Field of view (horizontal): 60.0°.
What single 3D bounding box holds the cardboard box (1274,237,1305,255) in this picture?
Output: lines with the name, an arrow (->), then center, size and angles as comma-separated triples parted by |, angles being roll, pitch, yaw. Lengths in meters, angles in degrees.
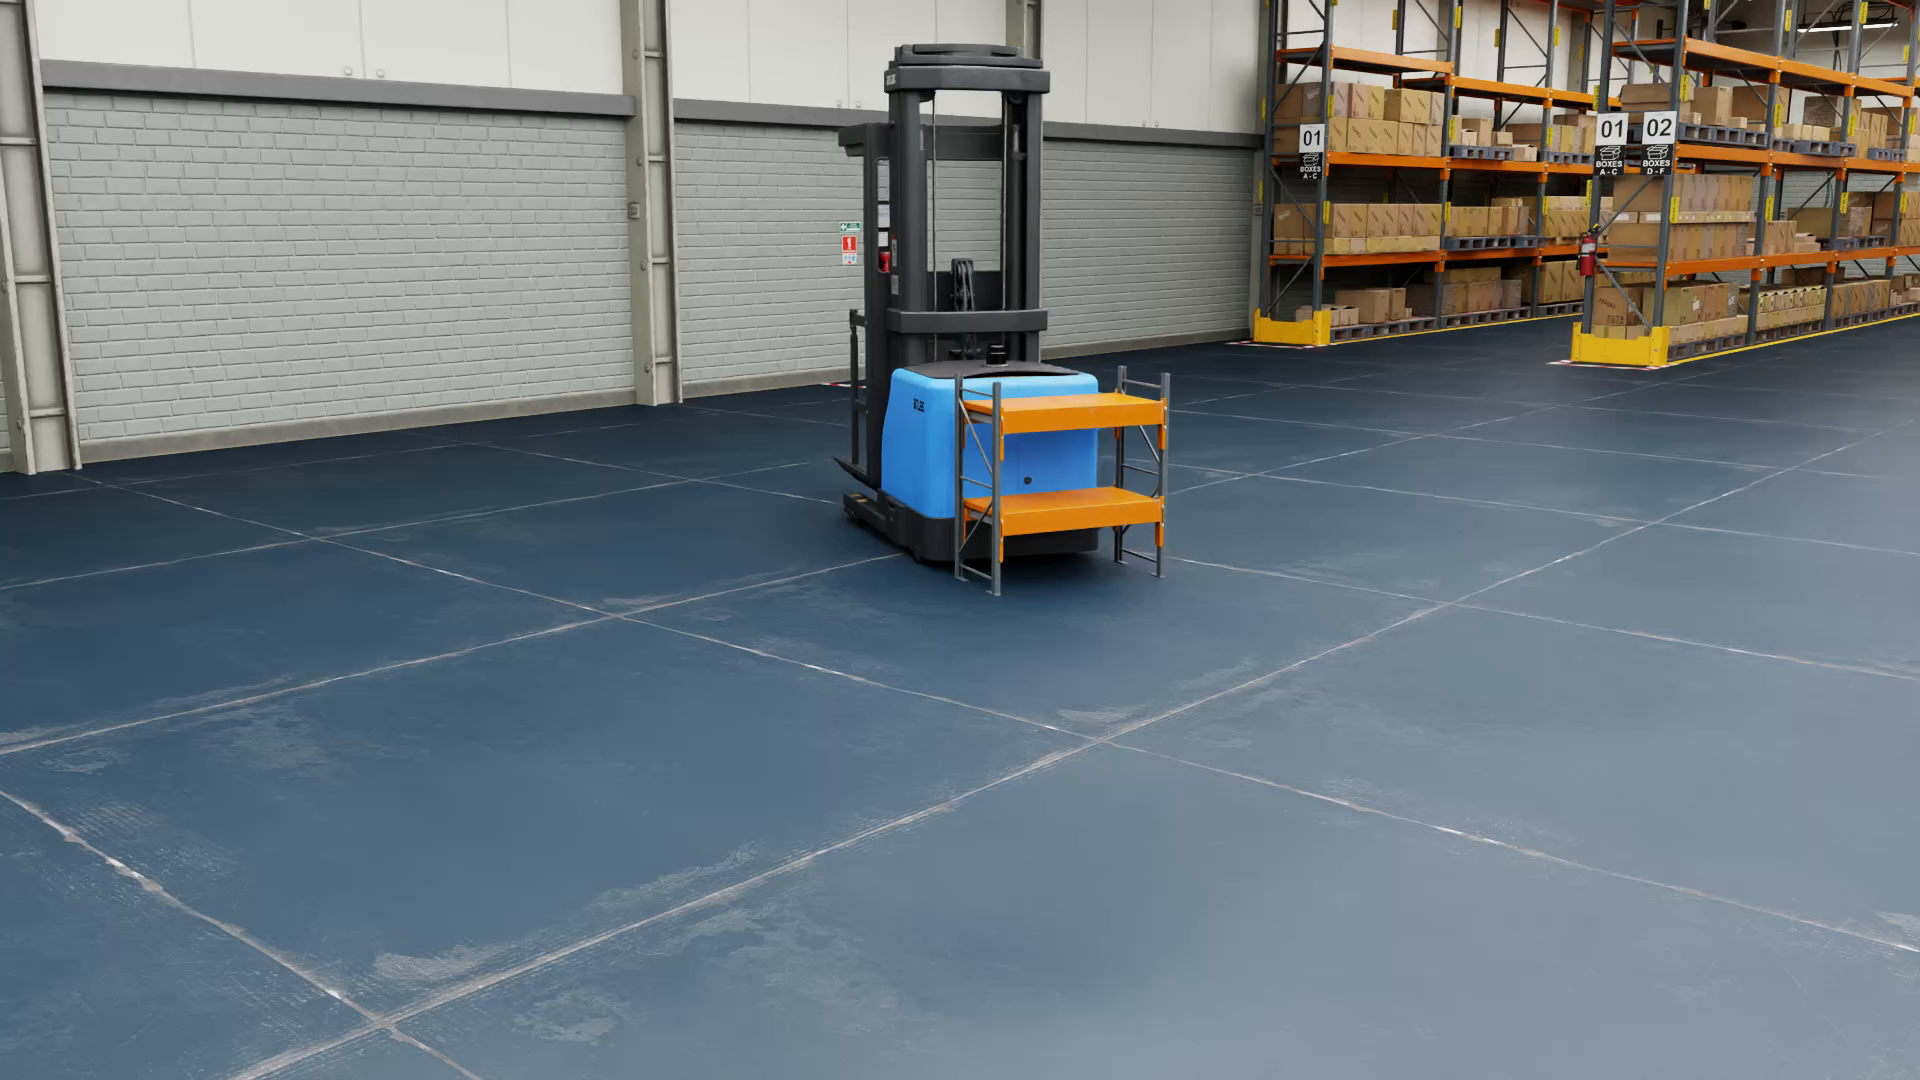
cardboard box -> 5.127, -4.483, 25.328 | 0.500, 0.250, 0.500 | 10, 15, 41

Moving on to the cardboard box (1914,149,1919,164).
cardboard box -> 17.449, -7.088, 30.765 | 0.500, 0.250, 0.500 | 10, 15, 40

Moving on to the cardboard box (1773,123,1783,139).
cardboard box -> 12.103, -6.175, 25.122 | 0.500, 0.250, 0.500 | 8, 14, 35

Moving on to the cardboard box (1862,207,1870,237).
cardboard box -> 15.489, -5.565, 29.088 | 0.700, 0.500, 0.500 | 6, 13, 26

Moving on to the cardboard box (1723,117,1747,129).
cardboard box -> 10.737, -5.811, 23.198 | 0.380, 0.149, 0.250 | 10, 15, 40

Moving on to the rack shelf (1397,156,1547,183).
rack shelf -> 8.925, -6.453, 29.042 | 1.077, 0.370, 4.000 | 10, 15, 40

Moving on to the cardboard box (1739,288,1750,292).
cardboard box -> 12.050, -3.781, 25.998 | 0.500, 0.311, 0.500 | 10, 15, 40

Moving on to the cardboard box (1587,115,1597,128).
cardboard box -> 12.206, -8.209, 32.701 | 0.500, 0.250, 0.500 | -11, 16, -43

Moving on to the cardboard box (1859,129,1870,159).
cardboard box -> 14.911, -6.730, 28.333 | 0.910, 0.500, 0.500 | 10, 15, 40

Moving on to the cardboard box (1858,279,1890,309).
cardboard box -> 16.499, -4.458, 30.133 | 0.500, 0.500, 0.500 | 10, 15, 40

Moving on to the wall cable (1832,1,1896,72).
wall cable -> 21.560, -11.139, 38.037 | 3.097, 2.526, 0.112 | 10, 15, 40

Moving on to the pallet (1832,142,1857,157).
pallet -> 13.588, -6.257, 26.701 | 1.213, 0.211, 1.003 | 11, 16, 43

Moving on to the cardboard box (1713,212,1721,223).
cardboard box -> 10.297, -4.474, 23.044 | 0.380, 0.149, 0.250 | 10, 15, 42

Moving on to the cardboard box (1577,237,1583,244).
cardboard box -> 11.819, -5.799, 32.179 | 0.380, 0.149, 0.250 | 10, 15, 42

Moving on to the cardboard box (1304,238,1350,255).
cardboard box -> 5.525, -4.419, 25.012 | 0.500, 0.250, 0.500 | 9, 15, 39

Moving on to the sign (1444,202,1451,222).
sign -> 8.017, -5.396, 27.361 | 0.100, 0.325, 0.005 | 10, 15, 40

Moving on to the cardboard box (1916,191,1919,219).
cardboard box -> 17.811, -6.302, 31.297 | 0.500, 0.500, 0.500 | 9, 15, 39

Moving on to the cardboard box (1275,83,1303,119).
cardboard box -> 5.052, -6.570, 24.929 | 0.500, 0.500, 0.500 | 11, 15, 43

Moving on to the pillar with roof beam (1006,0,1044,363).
pillar with roof beam -> 4.050, -6.170, 18.127 | 9.100, 9.000, 0.400 | 10, 15, 40

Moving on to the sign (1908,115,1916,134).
sign -> 17.028, -7.424, 29.741 | 0.100, 0.325, 0.005 | 10, 15, 40

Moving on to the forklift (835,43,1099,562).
forklift -> -0.130, -1.559, 10.535 | 1.130, 2.935, 3.031 | -4, 12, -17

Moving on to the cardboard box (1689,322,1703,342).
cardboard box -> 9.866, -2.868, 22.859 | 0.500, 0.250, 0.500 | 10, 15, 40

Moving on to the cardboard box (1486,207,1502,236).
cardboard box -> 9.137, -5.638, 29.400 | 0.700, 0.500, 0.500 | 10, 15, 40

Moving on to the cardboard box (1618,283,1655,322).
cardboard box -> 9.467, -3.304, 23.130 | 0.500, 0.500, 0.500 | 10, 15, 40

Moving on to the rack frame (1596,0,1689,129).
rack frame -> 8.688, -6.754, 21.054 | 1.000, 3.000, 0.127 | 10, 15, 40

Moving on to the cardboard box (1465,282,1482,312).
cardboard box -> 8.749, -4.294, 29.309 | 0.700, 0.500, 0.500 | 10, 15, 41

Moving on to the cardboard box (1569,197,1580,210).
cardboard box -> 11.420, -6.389, 31.559 | 0.500, 0.250, 0.500 | 10, 15, 41

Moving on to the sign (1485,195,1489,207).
sign -> 9.826, -6.269, 30.982 | 0.100, 0.325, 0.005 | 10, 15, 40

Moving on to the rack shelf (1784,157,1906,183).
rack shelf -> 15.289, -6.402, 28.784 | 1.077, 0.370, 4.000 | 10, 15, 40

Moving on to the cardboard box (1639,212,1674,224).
cardboard box -> 9.108, -4.210, 21.718 | 0.380, 0.149, 0.250 | 10, 15, 40

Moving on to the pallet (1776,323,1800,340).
pallet -> 12.590, -3.327, 26.332 | 1.003, 0.211, 1.213 | 10, 15, 40

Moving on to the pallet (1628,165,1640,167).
pallet -> 14.239, -7.943, 34.890 | 1.003, 0.211, 1.213 | 10, 15, 40

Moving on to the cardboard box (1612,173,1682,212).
cardboard box -> 9.040, -4.573, 21.879 | 0.700, 0.500, 0.500 | 10, 15, 41

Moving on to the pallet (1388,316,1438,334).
pallet -> 7.188, -3.570, 27.547 | 1.003, 0.211, 1.213 | 10, 15, 40

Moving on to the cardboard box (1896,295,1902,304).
cardboard box -> 17.612, -4.567, 31.528 | 0.380, 0.166, 0.250 | 10, 15, 40

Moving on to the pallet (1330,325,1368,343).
pallet -> 5.577, -3.211, 25.750 | 1.003, 0.211, 1.213 | 10, 15, 40

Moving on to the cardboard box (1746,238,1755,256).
cardboard box -> 11.620, -4.406, 24.993 | 0.500, 0.250, 0.500 | 11, 16, 44

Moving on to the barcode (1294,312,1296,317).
barcode -> 5.200, -3.499, 25.788 | 0.001, 0.075, 0.075 | 10, 15, 40

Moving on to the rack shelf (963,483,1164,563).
rack shelf -> 0.551, -0.104, 9.109 | 1.000, 0.278, 0.538 | -5, 12, -25

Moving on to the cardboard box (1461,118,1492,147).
cardboard box -> 8.840, -7.018, 28.706 | 0.500, 0.500, 0.500 | 9, 14, 38

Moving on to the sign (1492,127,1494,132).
sign -> 9.834, -7.466, 30.751 | 0.100, 0.325, 0.005 | 10, 15, 40

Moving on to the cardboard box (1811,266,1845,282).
cardboard box -> 15.447, -4.749, 29.674 | 0.500, 0.250, 0.500 | 10, 15, 40

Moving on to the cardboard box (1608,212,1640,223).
cardboard box -> 8.797, -4.261, 21.973 | 0.380, 0.149, 0.250 | 9, 15, 39

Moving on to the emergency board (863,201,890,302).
emergency board -> -0.844, -3.426, 19.705 | 0.194, 1.169, 0.643 | 10, 15, 40

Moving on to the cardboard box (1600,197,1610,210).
cardboard box -> 12.425, -6.615, 32.690 | 0.500, 0.250, 0.500 | 10, 15, 42

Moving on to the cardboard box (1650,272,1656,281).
cardboard box -> 14.477, -5.523, 35.515 | 0.700, 0.500, 0.500 | 9, 14, 39

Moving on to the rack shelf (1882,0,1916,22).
rack shelf -> 17.929, -10.091, 31.111 | 1.077, 0.370, 4.000 | 10, 15, 40

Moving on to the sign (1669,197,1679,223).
sign -> 9.101, -4.203, 21.185 | 0.100, 0.325, 0.005 | 10, 15, 40

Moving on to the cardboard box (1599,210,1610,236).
cardboard box -> 12.441, -6.246, 32.758 | 0.500, 0.500, 0.500 | 10, 15, 41

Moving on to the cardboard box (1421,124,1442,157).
cardboard box -> 7.455, -6.464, 26.952 | 0.500, 0.500, 0.500 | 10, 15, 42

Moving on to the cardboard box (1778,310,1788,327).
cardboard box -> 12.459, -3.438, 25.712 | 0.500, 0.250, 0.500 | 9, 15, 39

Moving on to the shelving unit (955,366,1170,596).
shelving unit -> 0.551, -0.344, 9.061 | 1.048, 1.125, 0.538 | -5, 12, -25

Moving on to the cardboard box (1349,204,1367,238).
cardboard box -> 5.839, -4.859, 25.299 | 0.500, 0.500, 0.500 | 10, 15, 41

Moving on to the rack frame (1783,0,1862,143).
rack frame -> 13.969, -7.931, 26.947 | 1.000, 3.000, 0.127 | 10, 15, 40

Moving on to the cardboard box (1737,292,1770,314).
cardboard box -> 11.788, -3.562, 24.904 | 0.500, 0.311, 0.500 | 10, 15, 41

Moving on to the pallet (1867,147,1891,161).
pallet -> 15.444, -6.717, 29.004 | 1.213, 0.211, 1.003 | 10, 15, 40

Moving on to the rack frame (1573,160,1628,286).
rack frame -> 12.886, -6.218, 33.685 | 1.000, 3.000, 0.127 | 10, 15, 40

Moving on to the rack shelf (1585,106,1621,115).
rack shelf -> 14.206, -8.905, 34.680 | 1.077, 0.370, 4.000 | 10, 15, 40

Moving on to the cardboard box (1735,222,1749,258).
cardboard box -> 11.040, -4.384, 24.247 | 0.700, 0.500, 0.500 | 9, 15, 39
